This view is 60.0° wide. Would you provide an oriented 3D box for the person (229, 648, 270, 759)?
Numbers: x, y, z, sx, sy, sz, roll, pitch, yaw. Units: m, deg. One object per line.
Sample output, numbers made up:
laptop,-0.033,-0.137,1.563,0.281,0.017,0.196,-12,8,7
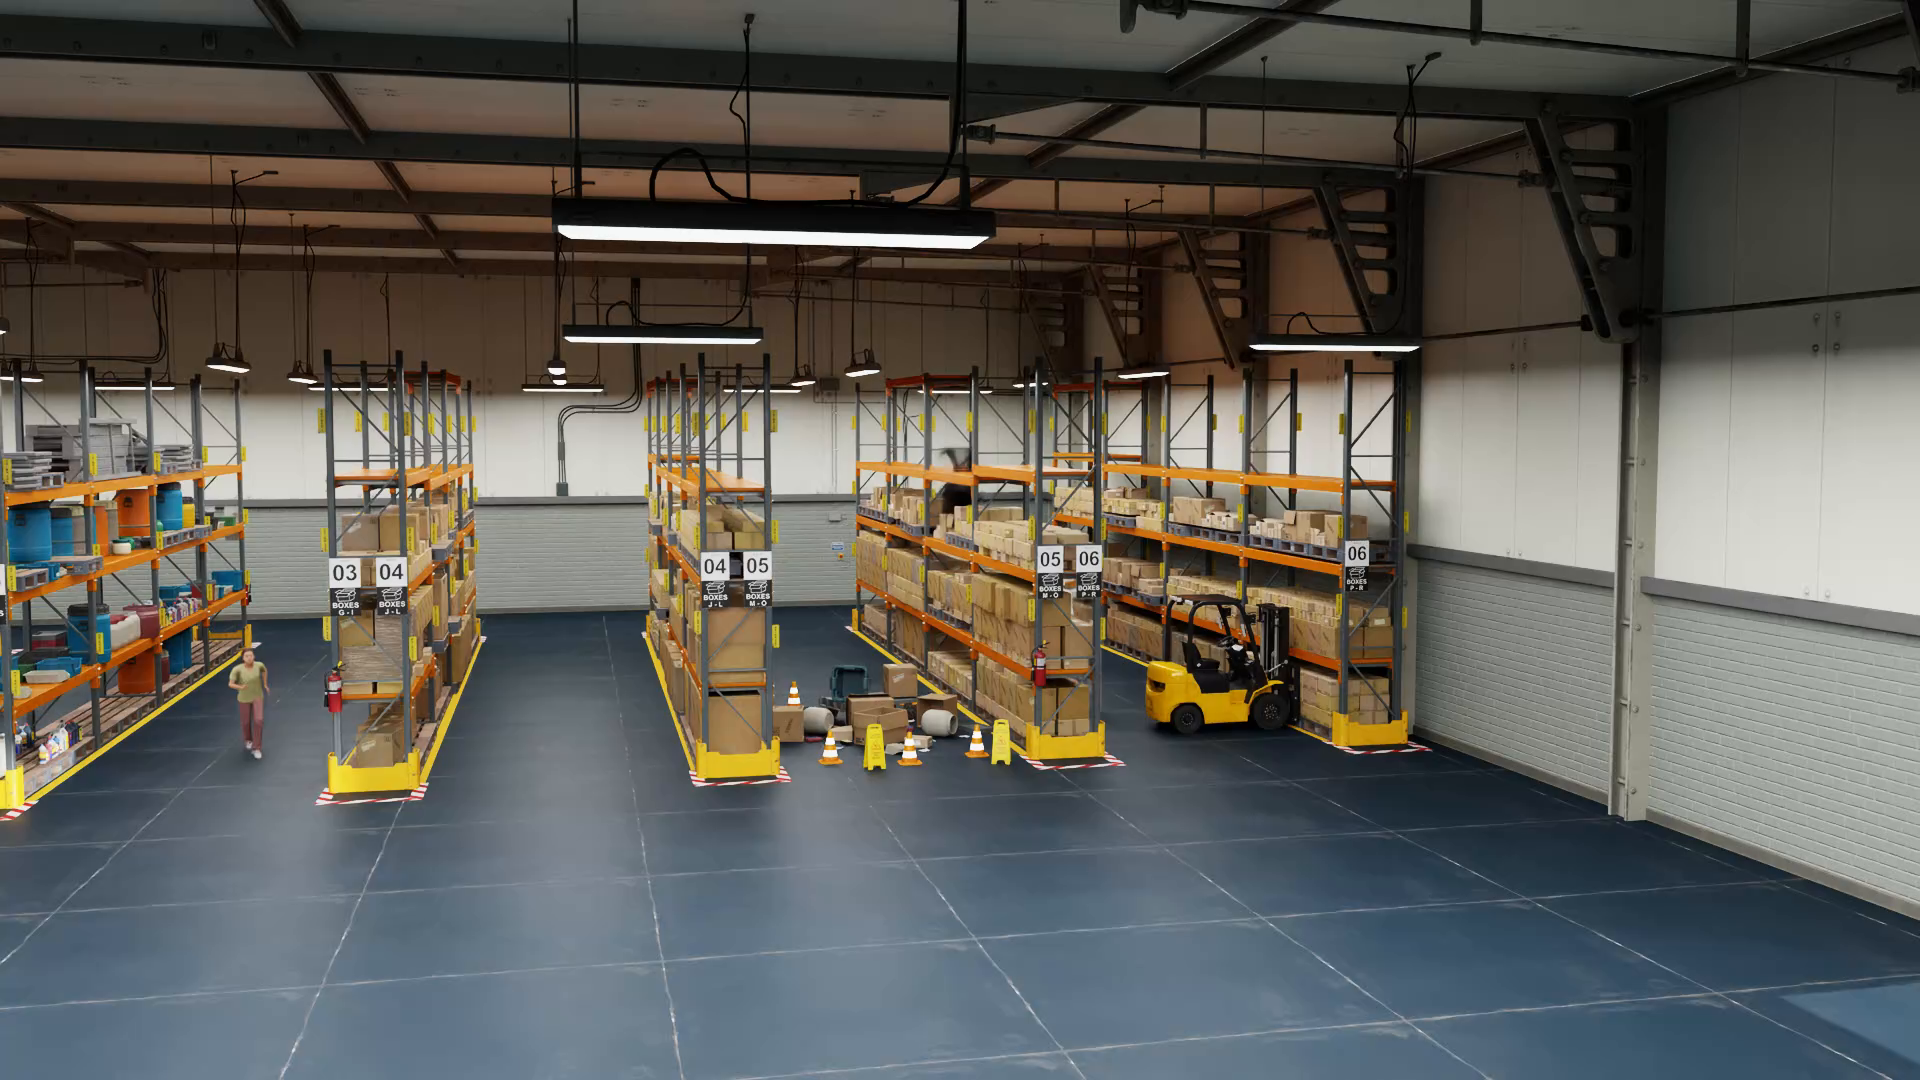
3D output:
person,-10.736,2.428,25.129,0.581,1.652,0.954,-2,4,-27
